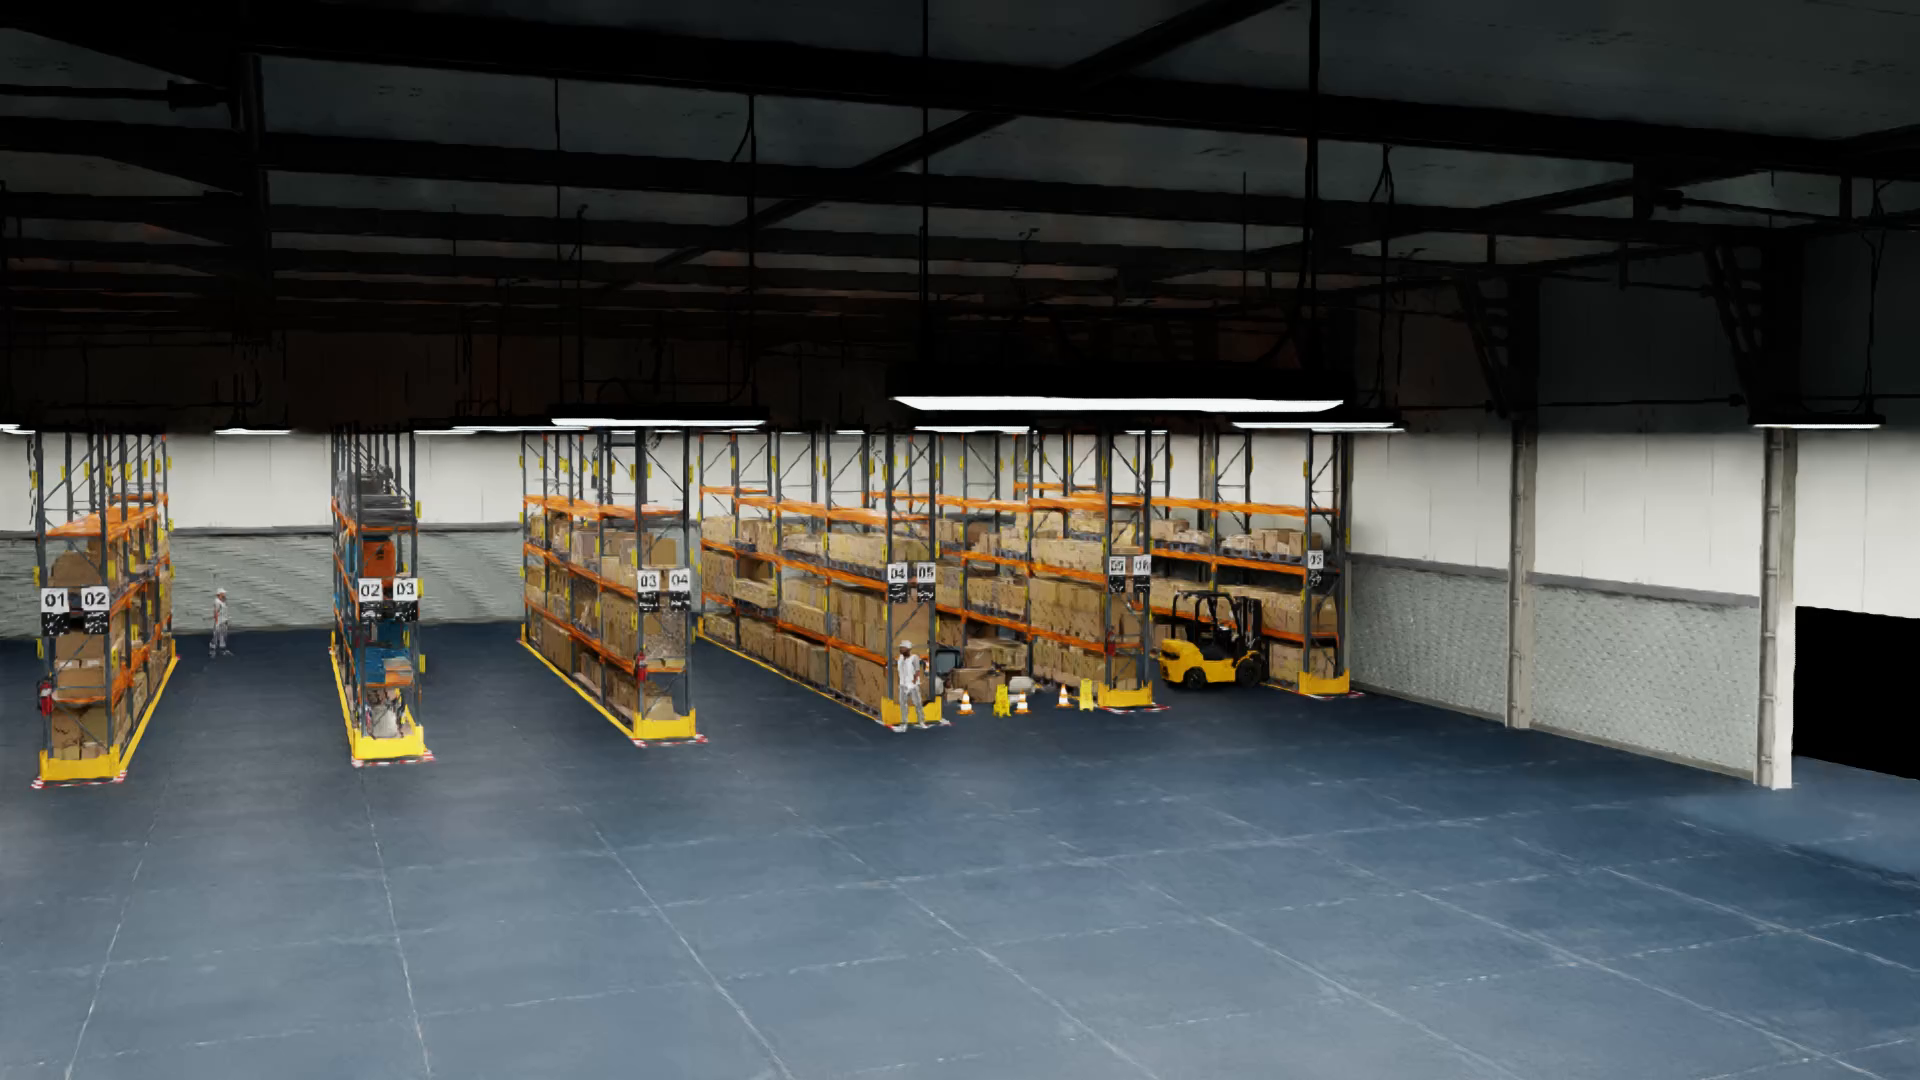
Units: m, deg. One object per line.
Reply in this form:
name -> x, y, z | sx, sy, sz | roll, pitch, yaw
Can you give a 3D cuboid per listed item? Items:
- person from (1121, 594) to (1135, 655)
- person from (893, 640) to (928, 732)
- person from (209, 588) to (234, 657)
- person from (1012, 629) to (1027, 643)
person -> 4.244, 2.201, 42.814 | 0.555, 1.664, 0.585 | 0, 4, 1
person -> -0.976, 2.825, 32.273 | 0.571, 1.778, 0.714 | 3, 4, 35
person -> -19.152, 2.139, 43.052 | 0.515, 1.791, 0.655 | -1, 4, -9
person -> 1.601, 1.995, 45.762 | 0.570, 1.709, 0.627 | 0, 4, 6
